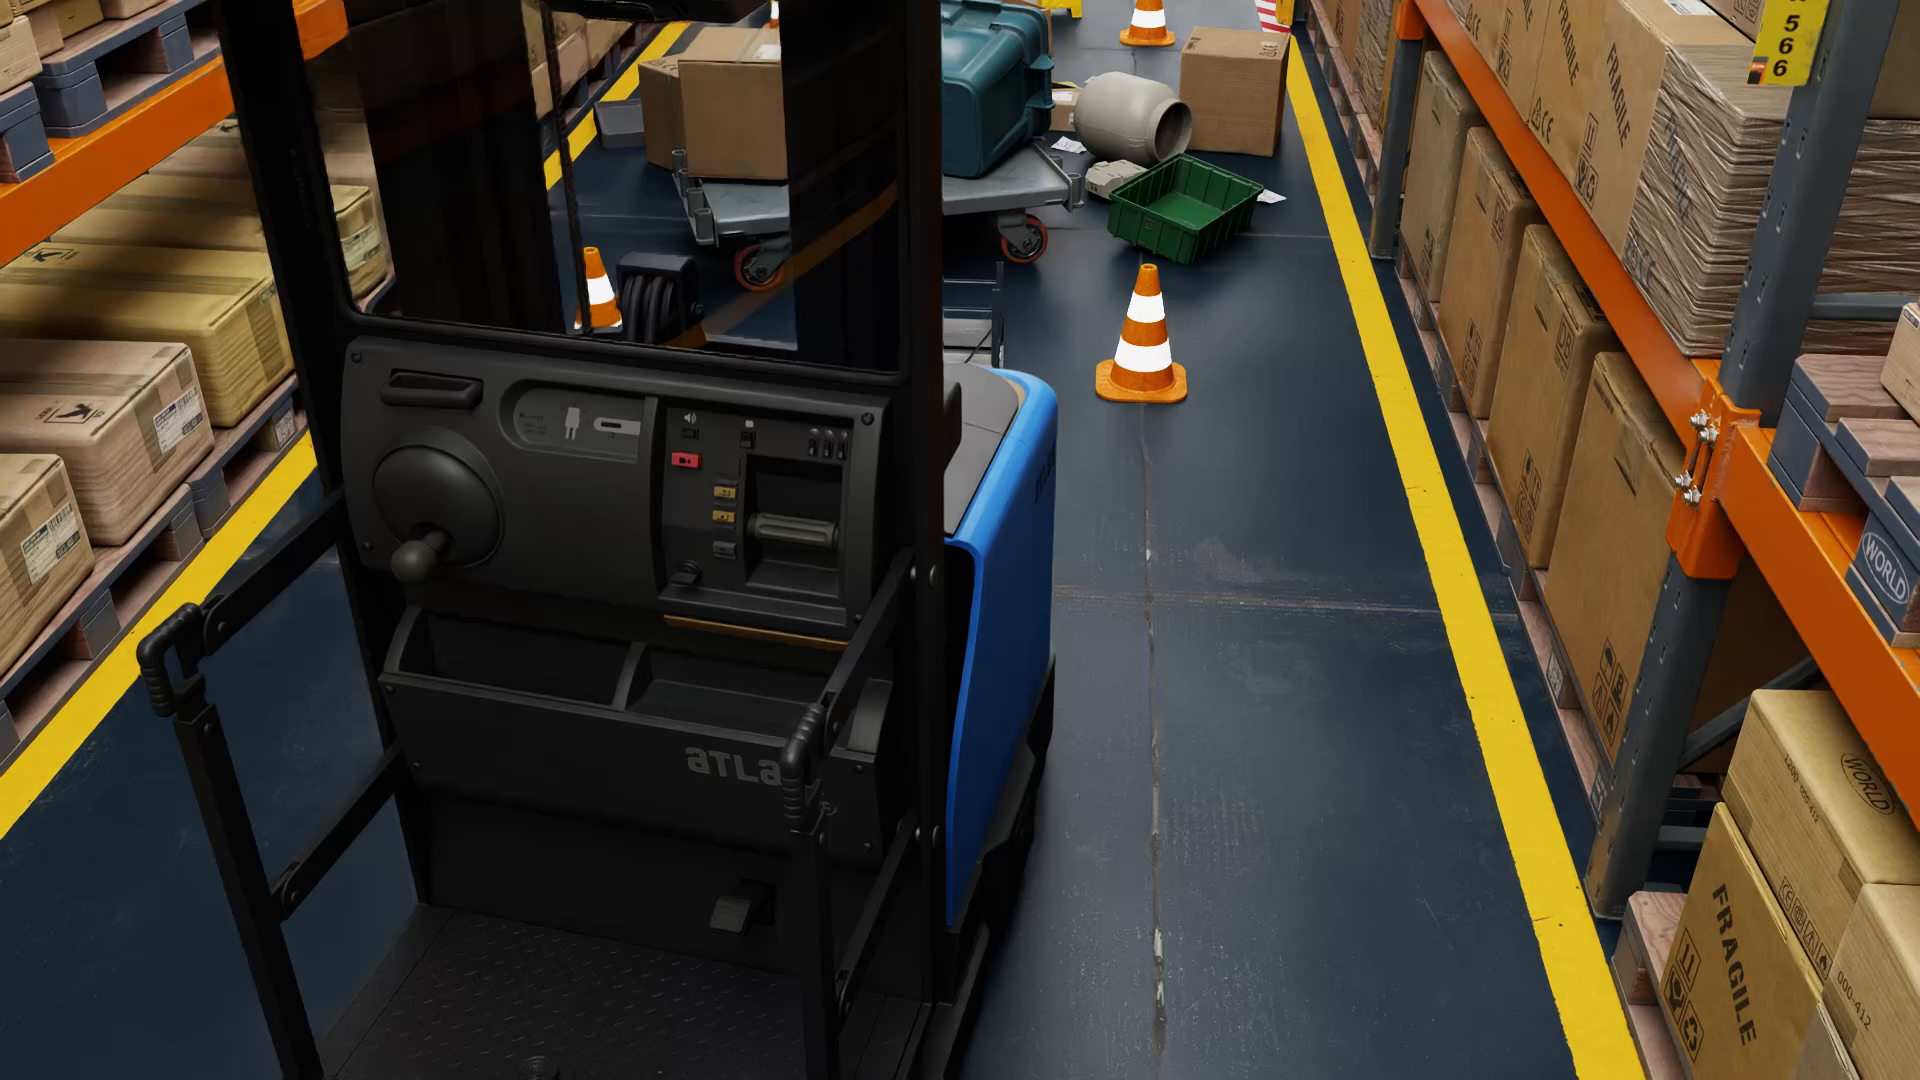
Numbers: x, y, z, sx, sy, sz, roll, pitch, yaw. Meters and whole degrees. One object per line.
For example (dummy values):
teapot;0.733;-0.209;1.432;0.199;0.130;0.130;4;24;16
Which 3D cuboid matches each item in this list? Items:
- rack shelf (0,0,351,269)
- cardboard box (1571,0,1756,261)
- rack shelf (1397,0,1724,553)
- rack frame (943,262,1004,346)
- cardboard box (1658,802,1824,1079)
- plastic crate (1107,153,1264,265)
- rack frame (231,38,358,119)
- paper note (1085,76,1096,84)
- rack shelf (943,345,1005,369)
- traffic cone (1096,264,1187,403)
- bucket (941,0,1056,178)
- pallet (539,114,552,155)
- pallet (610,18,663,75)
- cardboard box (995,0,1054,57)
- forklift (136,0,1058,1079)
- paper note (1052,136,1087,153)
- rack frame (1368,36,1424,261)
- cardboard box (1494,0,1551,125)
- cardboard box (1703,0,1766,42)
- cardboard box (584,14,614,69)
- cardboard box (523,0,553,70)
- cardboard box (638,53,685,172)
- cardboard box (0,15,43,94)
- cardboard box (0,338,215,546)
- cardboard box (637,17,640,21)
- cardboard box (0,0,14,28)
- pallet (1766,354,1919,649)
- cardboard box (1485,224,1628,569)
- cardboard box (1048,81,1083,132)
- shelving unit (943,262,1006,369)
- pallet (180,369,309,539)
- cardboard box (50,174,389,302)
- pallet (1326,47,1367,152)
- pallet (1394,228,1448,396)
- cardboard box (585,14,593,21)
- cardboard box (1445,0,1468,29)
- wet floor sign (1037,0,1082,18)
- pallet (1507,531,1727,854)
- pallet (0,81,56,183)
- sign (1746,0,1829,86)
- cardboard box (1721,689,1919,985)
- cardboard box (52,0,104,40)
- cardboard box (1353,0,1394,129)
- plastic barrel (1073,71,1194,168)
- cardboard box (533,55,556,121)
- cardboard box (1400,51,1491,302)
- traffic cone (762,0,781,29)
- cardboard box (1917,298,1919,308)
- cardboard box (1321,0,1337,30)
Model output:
rack shelf;-2.816;-1.308;5.199;1.077;0.370;4.000;2;32;4
cardboard box;1.774;-0.960;3.854;0.500;0.500;0.500;2;32;4
rack shelf;2.126;-1.150;4.942;1.077;0.370;4.000;2;32;4
rack frame;0.008;-0.432;5.093;0.240;0.900;0.006;2;32;4
cardboard box;1.651;0.834;3.019;0.500;0.500;0.500;1;32;2
plastic crate;0.997;-1.476;7.411;0.450;0.188;0.662;29;41;23
rack frame;-2.653;-2.660;6.707;1.000;3.000;0.127;2;32;4
paper note;0.798;-2.603;9.446;0.144;0.017;0.142;14;34;21
rack shelf;-0.001;-0.504;4.930;0.258;0.077;0.200;2;32;4
traffic cone;0.675;-0.785;6.082;0.336;0.463;0.334;2;32;4
bucket;0.002;-1.925;7.185;0.726;0.611;0.620;14;44;21
pallet;-2.633;-1.826;8.011;1.003;0.211;1.213;2;32;4
pallet;-2.435;-3.102;10.082;1.003;0.211;1.213;2;32;4
cardboard box;0.053;-2.662;9.091;0.797;0.503;0.637;-20;37;-29
forklift;-0.626;-0.034;2.511;1.130;2.935;3.031;8;32;12
paper note;0.576;-2.023;8.510;0.172;0.023;0.155;14;34;21
rack frame;2.289;-2.502;6.450;1.000;3.000;0.127;2;32;4
cardboard box;1.853;-1.490;4.713;0.500;0.500;0.500;3;32;5
cardboard box;2.050;-1.377;3.577;0.700;0.500;0.500;2;32;3
cardboard box;-2.212;-2.781;9.125;0.500;0.250;0.500;1;32;2
cardboard box;-2.304;-2.565;8.059;0.500;0.500;0.500;4;32;6
cardboard box;-1.209;-2.099;8.177;0.500;0.500;0.500;27;41;37
cardboard box;-2.599;-1.233;4.231;0.380;0.149;0.250;3;32;4
cardboard box;-2.871;-0.310;4.998;0.950;0.372;0.625;2;32;3
cardboard box;-2.127;-3.313;9.988;0.500;0.250;0.500;2;32;4
cardboard box;-2.676;-1.415;3.907;0.500;0.500;0.500;4;32;7
pallet;2.011;0.049;2.494;1.213;0.211;1.003;2;32;4
cardboard box;2.170;-0.403;4.789;1.050;0.750;0.750;3;32;5
cardboard box;0.593;-2.315;8.754;0.396;0.266;0.258;8;32;12
shelving unit;-0.001;-0.379;5.007;0.258;0.900;0.210;2;32;4
pallet;-2.812;-0.426;5.740;1.003;0.211;1.213;2;32;4
cardboard box;-2.748;-1.070;6.231;0.950;0.372;0.625;4;32;7
pallet;2.526;-2.348;8.859;1.003;0.211;1.213;2;32;4
pallet;2.301;-0.908;6.522;1.003;0.211;1.213;2;32;4
cardboard box;-2.220;-3.113;8.947;0.500;0.500;0.500;2;32;3
cardboard box;1.938;-2.017;5.568;0.500;0.500;0.500;3;32;4
wet floor sign;0.643;-3.691;10.624;0.267;0.644;0.232;-3;32;-5
pallet;2.103;0.368;4.451;1.003;0.211;1.213;2;32;4
pallet;-3.027;-0.864;3.976;1.213;0.211;1.003;2;32;4
sign;1.410;-0.925;2.788;0.100;0.325;0.005;2;32;4
cardboard box;1.666;0.506;2.837;0.500;0.250;0.500;1;32;2
cardboard box;-2.673;-1.512;4.683;0.380;0.149;0.250;4;32;6
cardboard box;2.479;-2.573;8.191;0.875;0.875;0.875;3;32;4
plastic barrel;0.852;-2.064;8.195;0.512;0.421;0.421;27;41;37
cardboard box;-2.304;-2.245;8.254;0.500;0.250;0.500;4;32;7
cardboard box;2.328;-1.394;6.397;1.050;0.750;0.750;2;32;4
traffic cone;-1.077;-3.392;10.313;0.336;0.463;0.334;2;32;4
cardboard box;1.724;-0.364;2.538;0.380;0.149;0.250;4;32;6
cardboard box;2.625;-3.510;9.711;0.875;0.875;0.875;3;32;4
